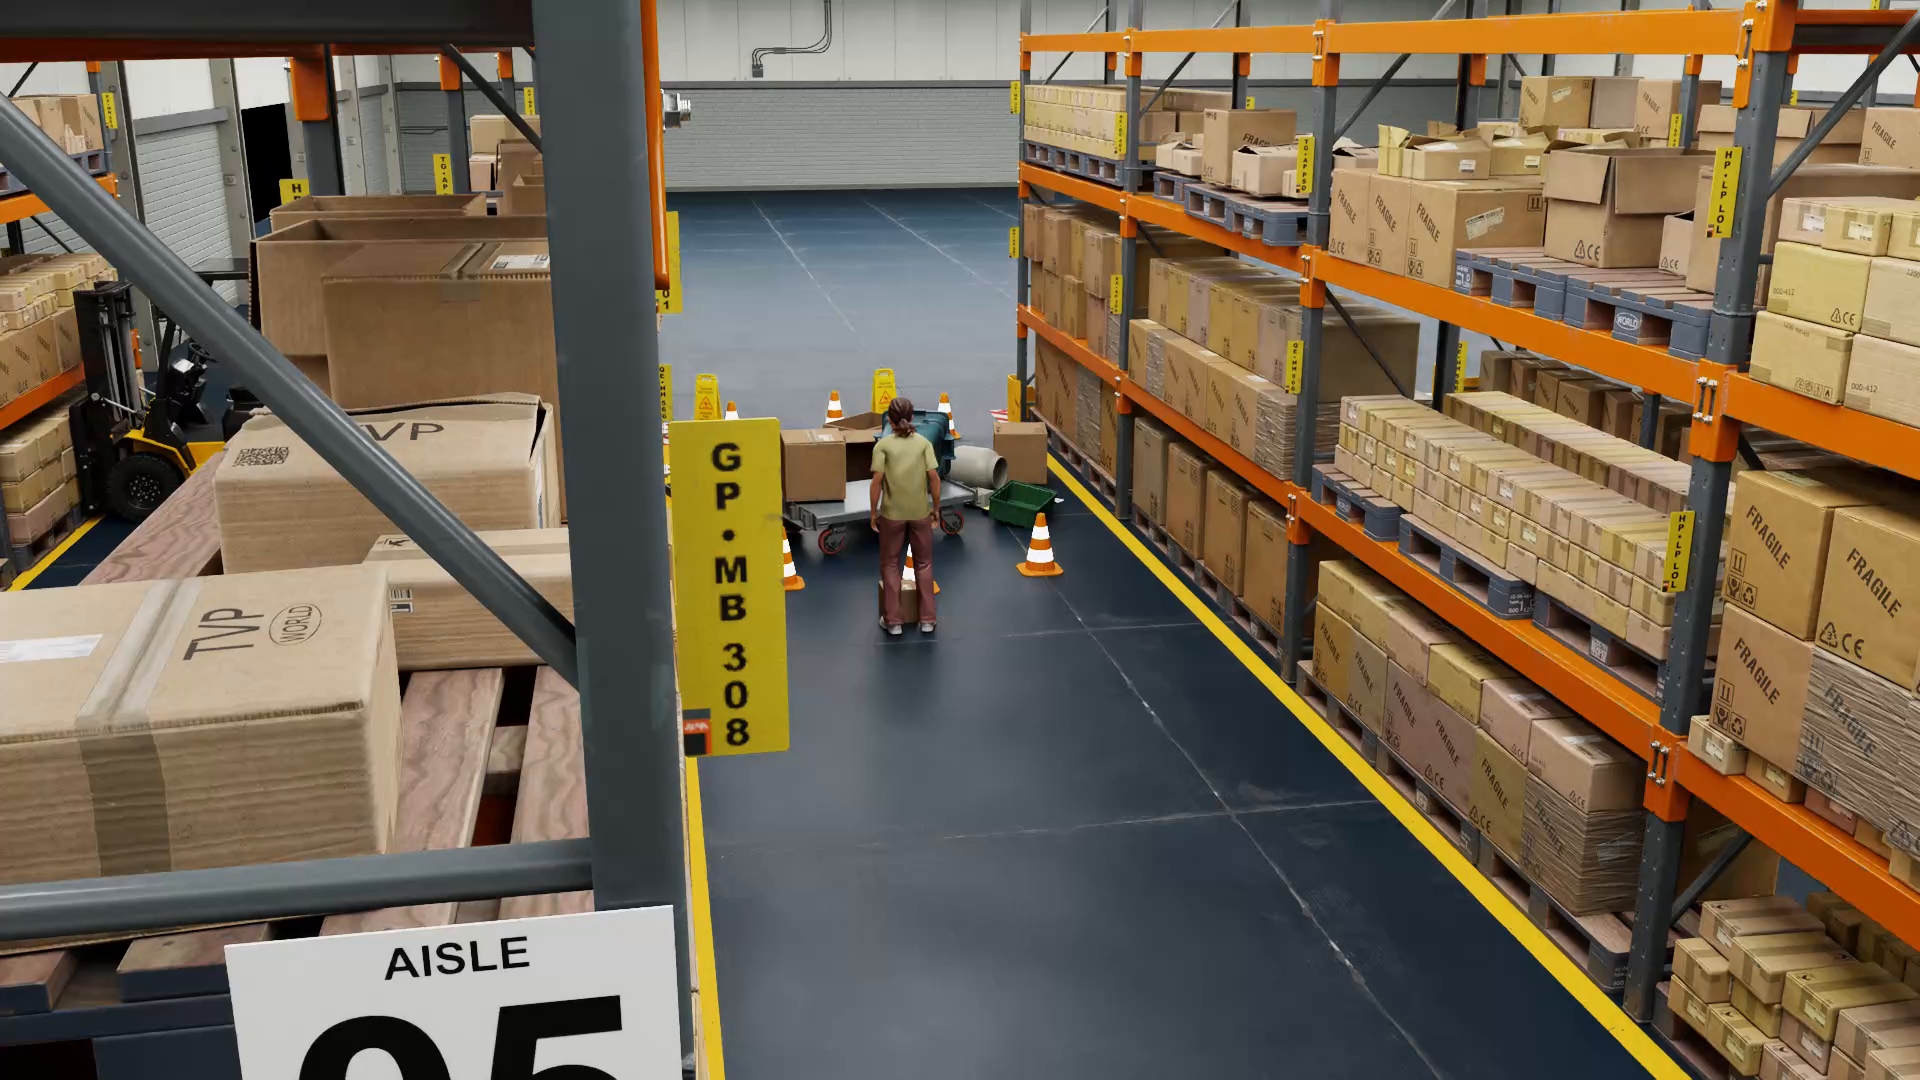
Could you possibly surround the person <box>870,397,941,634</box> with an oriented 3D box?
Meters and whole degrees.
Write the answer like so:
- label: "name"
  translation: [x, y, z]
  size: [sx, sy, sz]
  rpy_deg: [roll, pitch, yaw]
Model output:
- label: "person"
  translation: [-0.387, -0.169, 11.611]
  size: [0.498, 1.672, 0.360]
  rpy_deg: [-3, 17, -10]
